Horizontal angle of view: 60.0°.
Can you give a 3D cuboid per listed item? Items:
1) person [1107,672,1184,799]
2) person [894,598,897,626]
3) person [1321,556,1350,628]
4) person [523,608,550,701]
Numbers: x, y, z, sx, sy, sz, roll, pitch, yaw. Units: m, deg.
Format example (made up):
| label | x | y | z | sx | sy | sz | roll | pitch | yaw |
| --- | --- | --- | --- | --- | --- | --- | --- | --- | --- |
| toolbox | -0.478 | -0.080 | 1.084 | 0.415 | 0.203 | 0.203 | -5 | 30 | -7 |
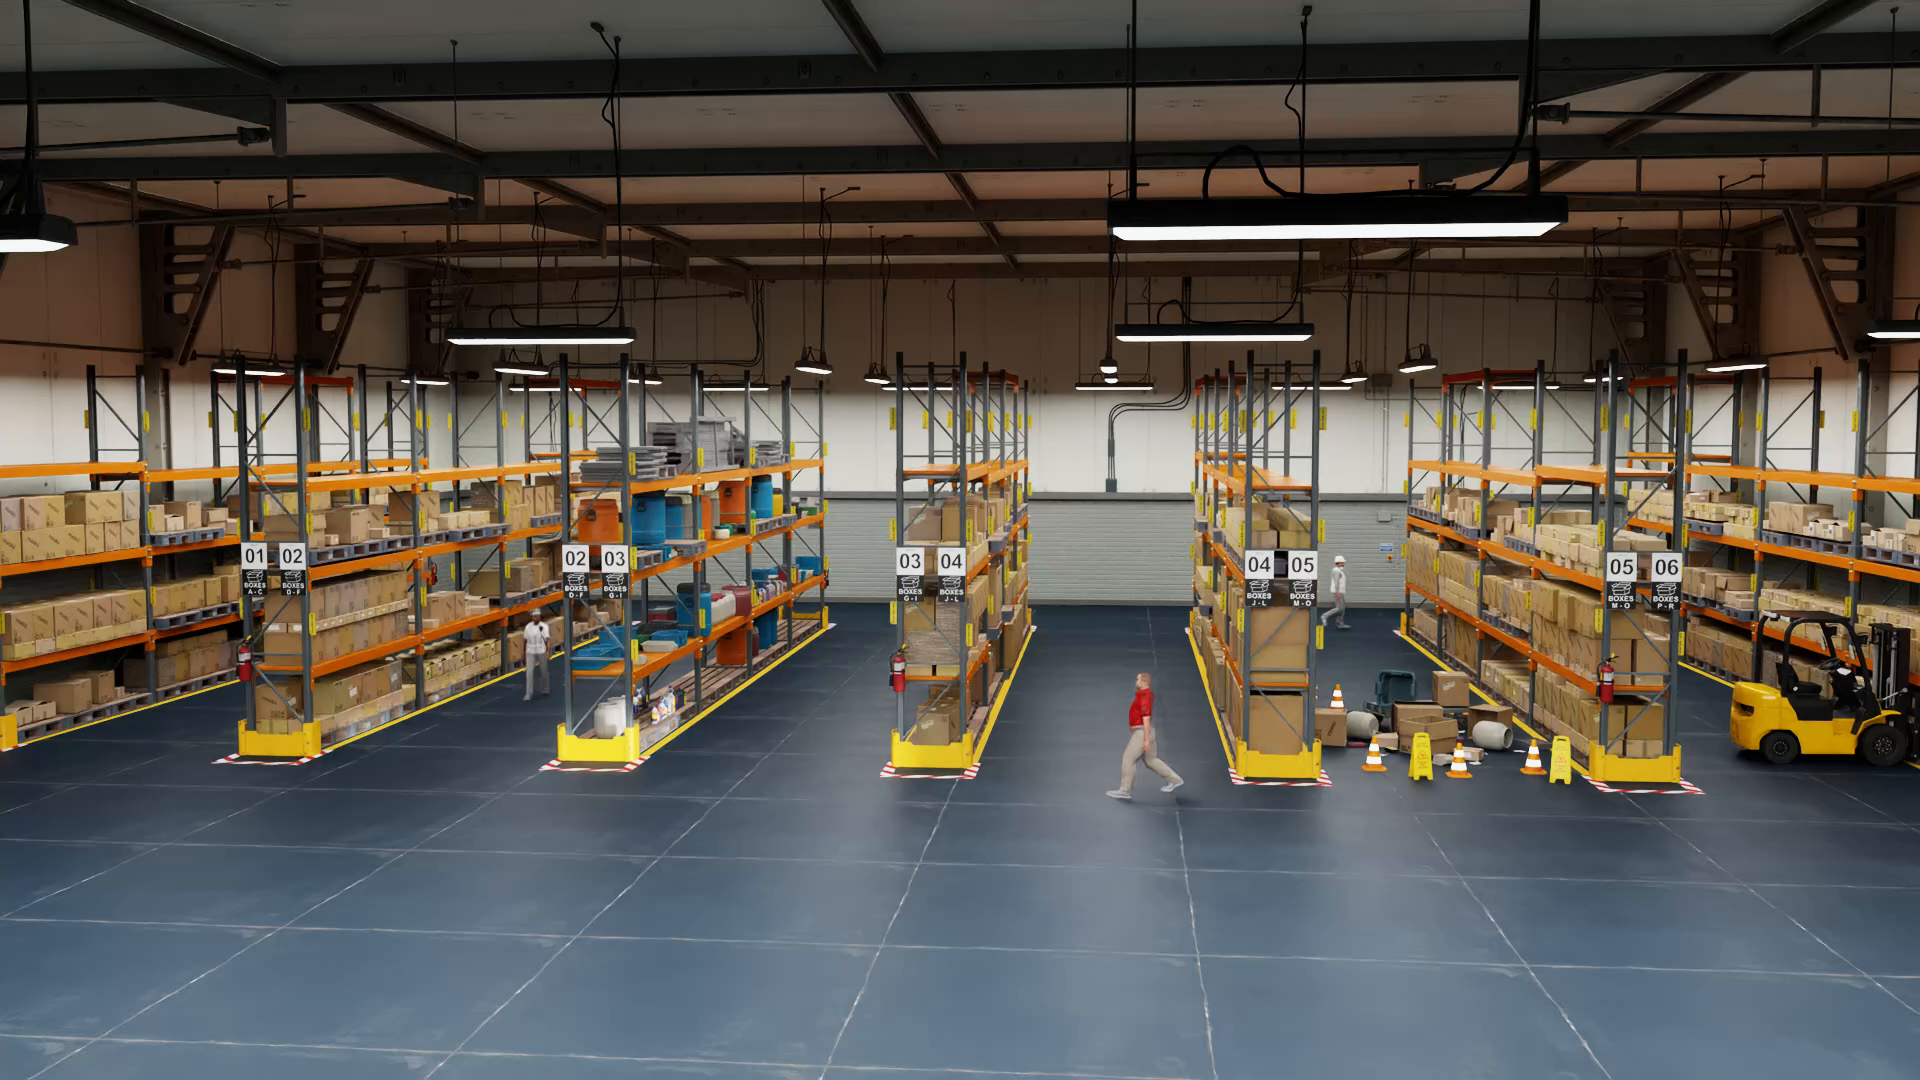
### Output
| label | x | y | z | sx | sy | sz | roll | pitch | yaw |
| --- | --- | --- | --- | --- | --- | --- | --- | --- | --- |
| person | 2.463 | 2.588 | 22.042 | 1.019 | 1.675 | 0.538 | 1 | 4 | 7 |
| person | -1.072 | 1.653 | 34.647 | 0.604 | 1.717 | 1.116 | 1 | 4 | 10 |
| person | 9.077 | 1.262 | 40.172 | 0.674 | 1.761 | 0.579 | 1 | 4 | 16 |
| person | -7.658 | 2.030 | 30.037 | 0.546 | 1.625 | 1.058 | 0 | 4 | -4 |
